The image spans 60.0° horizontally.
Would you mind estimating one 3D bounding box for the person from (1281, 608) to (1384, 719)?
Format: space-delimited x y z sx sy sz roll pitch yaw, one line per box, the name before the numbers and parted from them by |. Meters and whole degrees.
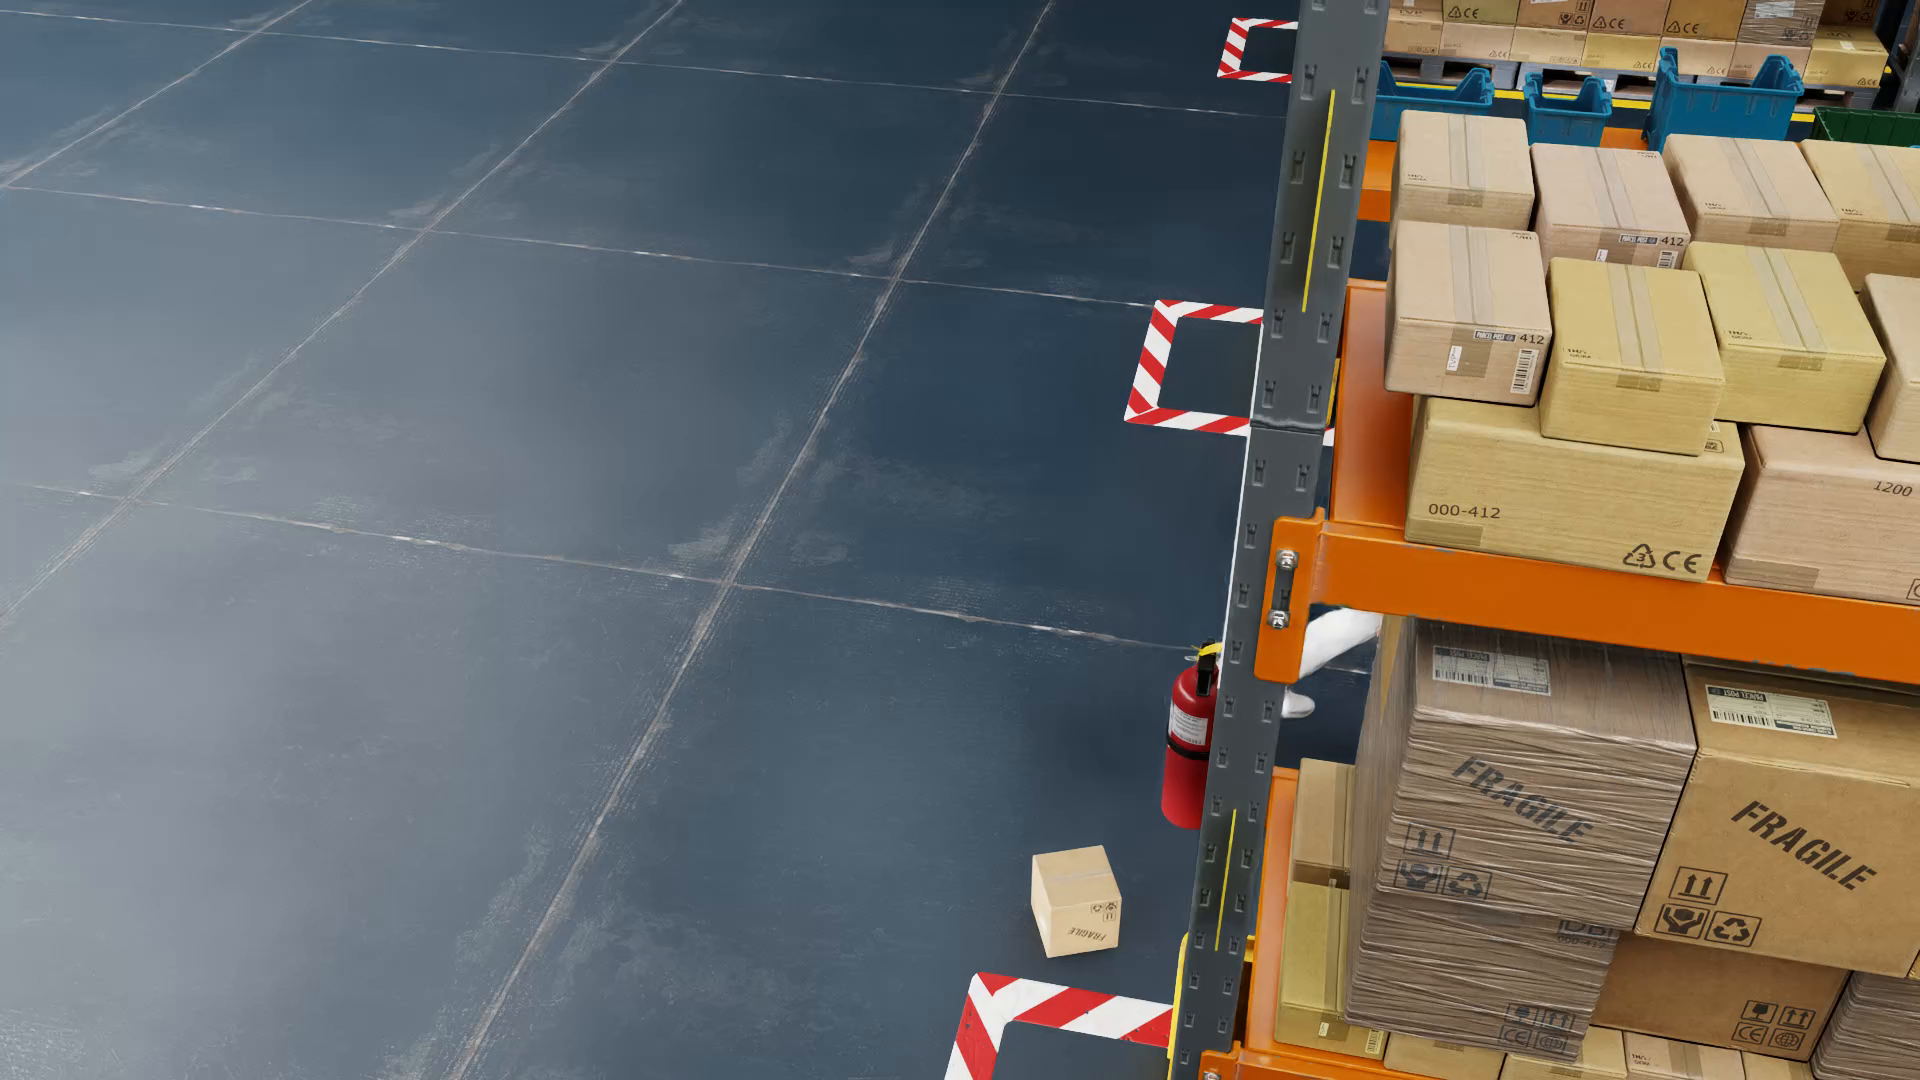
person | 1.582 0.047 6.094 1.064 1.740 0.602 -1 36 -1
